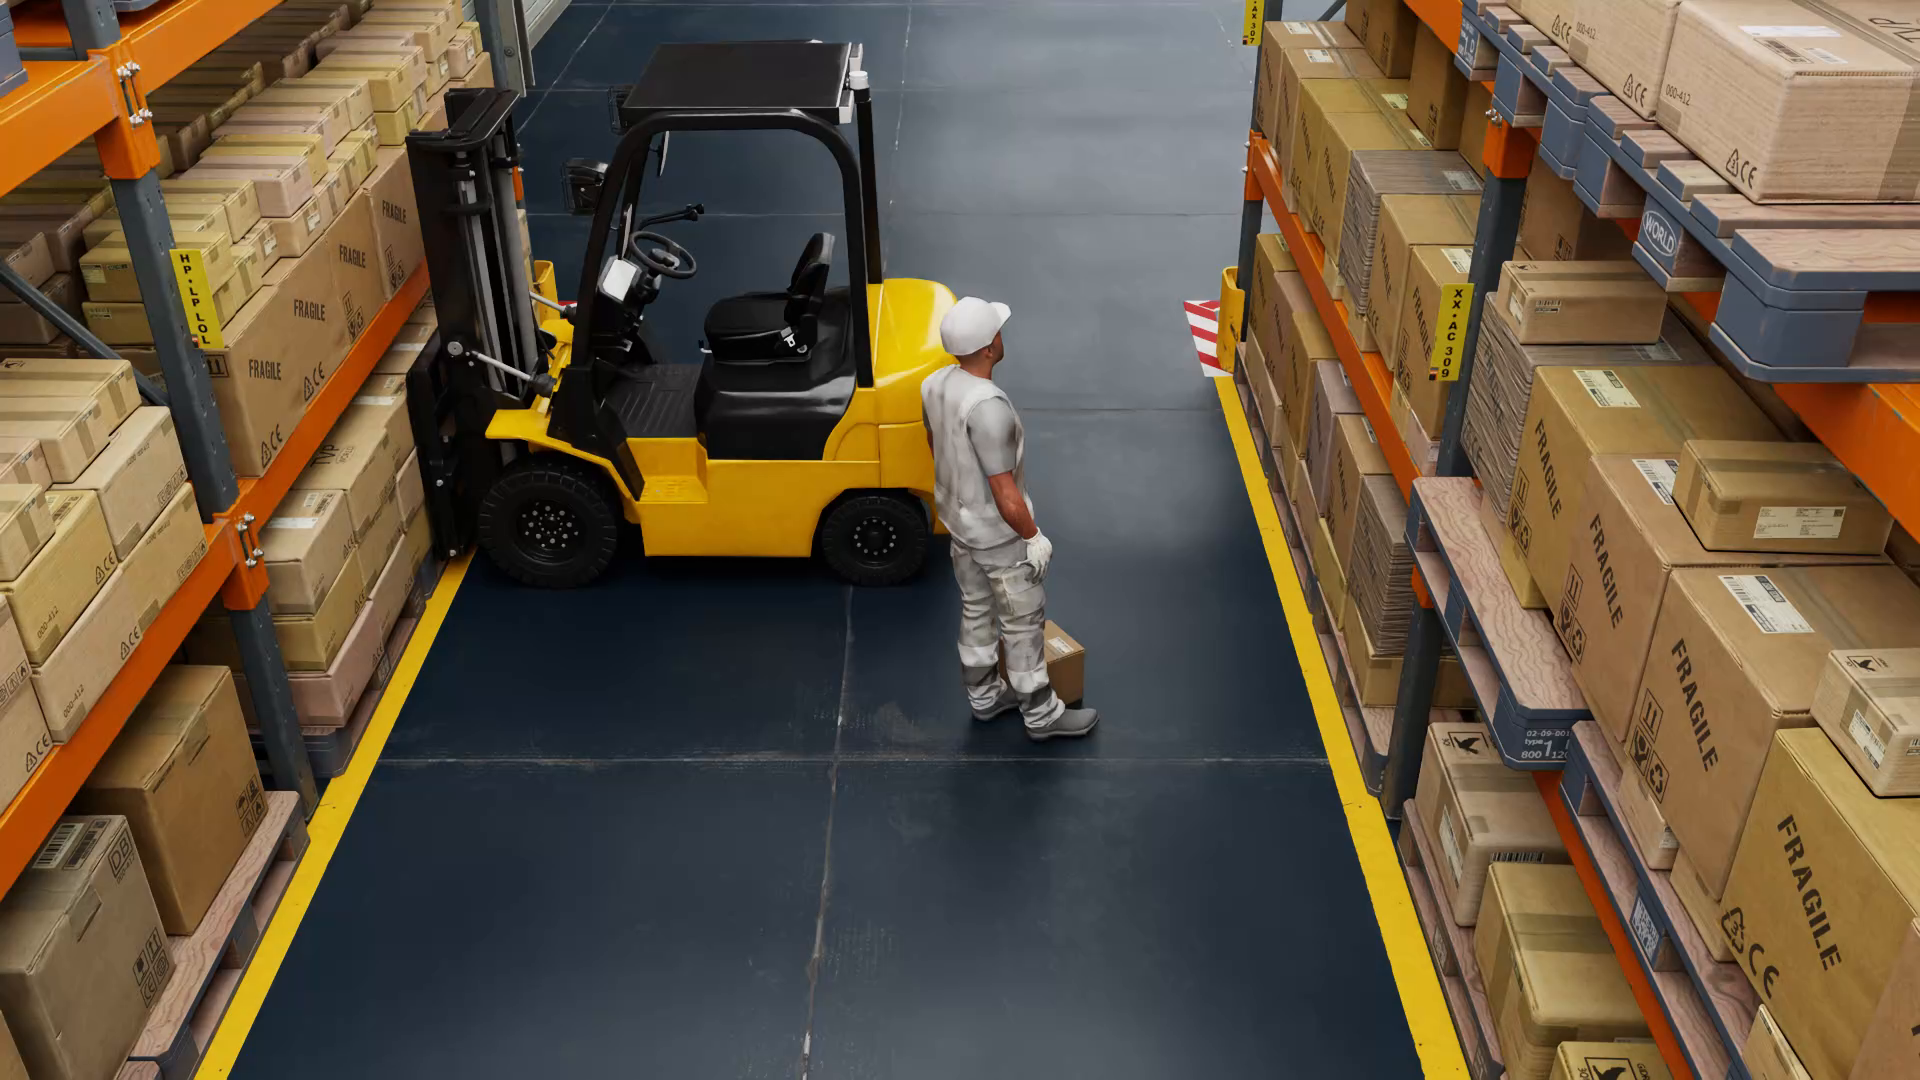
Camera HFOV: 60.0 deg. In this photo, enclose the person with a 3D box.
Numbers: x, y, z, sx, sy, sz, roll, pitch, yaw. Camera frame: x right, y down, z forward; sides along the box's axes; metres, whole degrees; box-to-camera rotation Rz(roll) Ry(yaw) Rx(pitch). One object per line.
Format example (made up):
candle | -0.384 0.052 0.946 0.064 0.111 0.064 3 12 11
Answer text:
person | 0.178 -0.082 6.227 0.561 1.790 0.638 -16 35 -25
